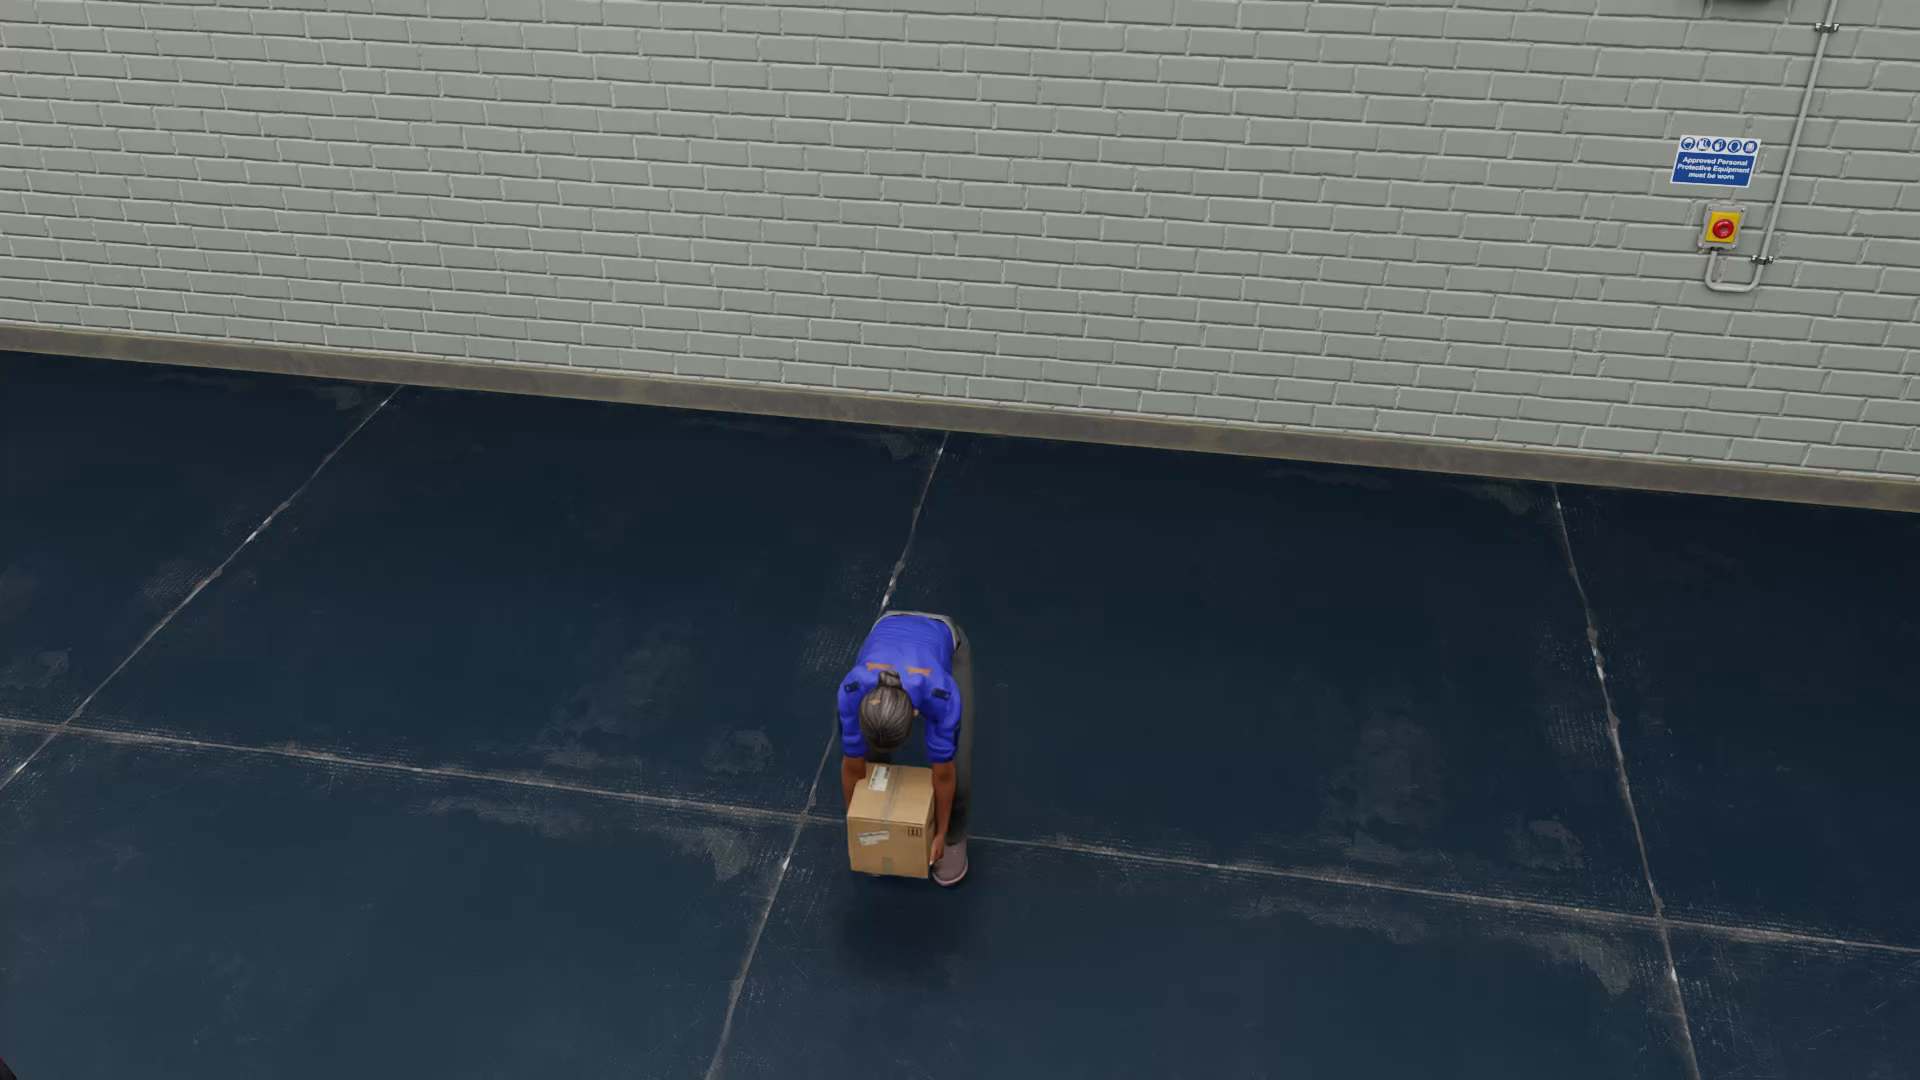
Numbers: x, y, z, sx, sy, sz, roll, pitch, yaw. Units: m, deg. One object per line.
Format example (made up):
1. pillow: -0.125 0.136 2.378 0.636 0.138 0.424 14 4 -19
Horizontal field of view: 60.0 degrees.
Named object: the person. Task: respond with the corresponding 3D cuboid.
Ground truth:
1. person: -0.183 0.748 5.445 0.418 1.155 0.858 4 33 7
